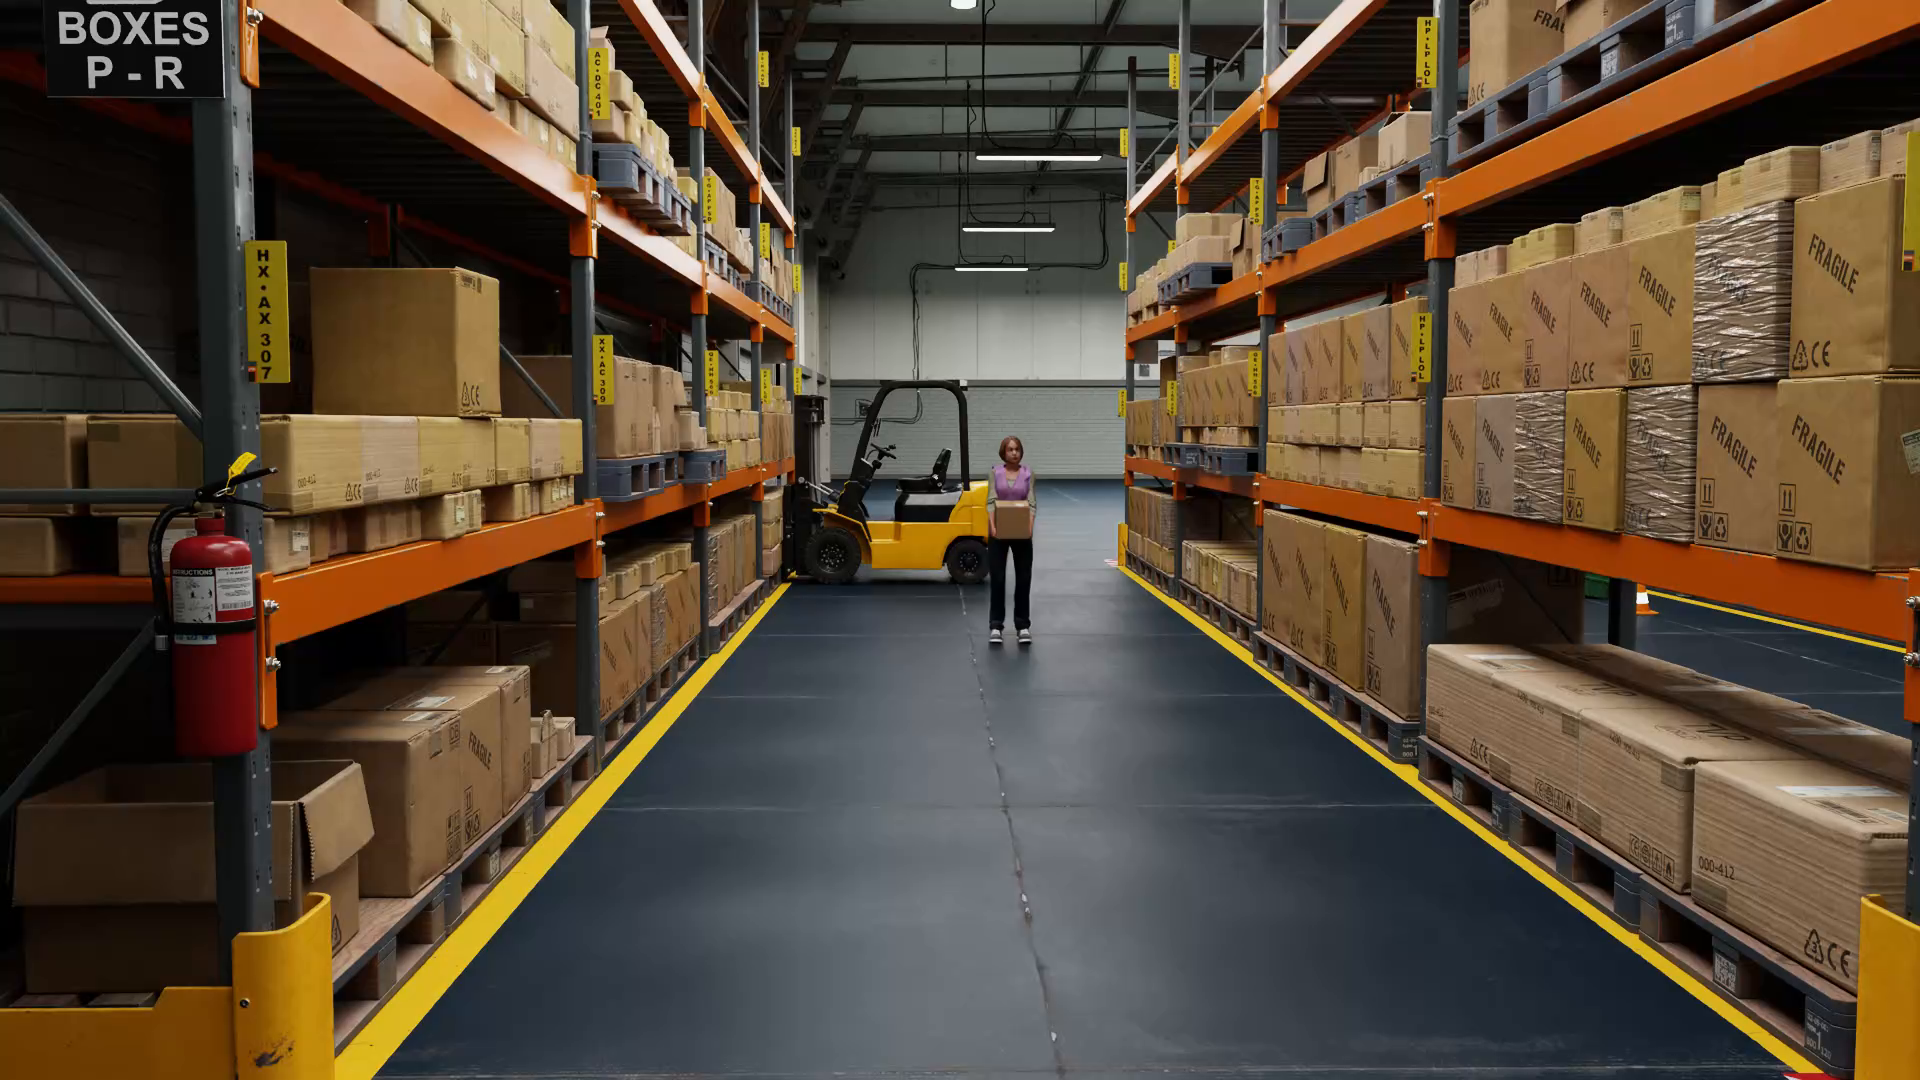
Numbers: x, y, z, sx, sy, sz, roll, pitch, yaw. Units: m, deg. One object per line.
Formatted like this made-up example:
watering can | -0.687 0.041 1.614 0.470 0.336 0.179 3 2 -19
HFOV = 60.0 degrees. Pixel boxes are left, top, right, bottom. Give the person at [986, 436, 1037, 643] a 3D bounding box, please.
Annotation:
person | 0.394 0.012 12.790 0.396 1.571 0.493 0 4 -1
